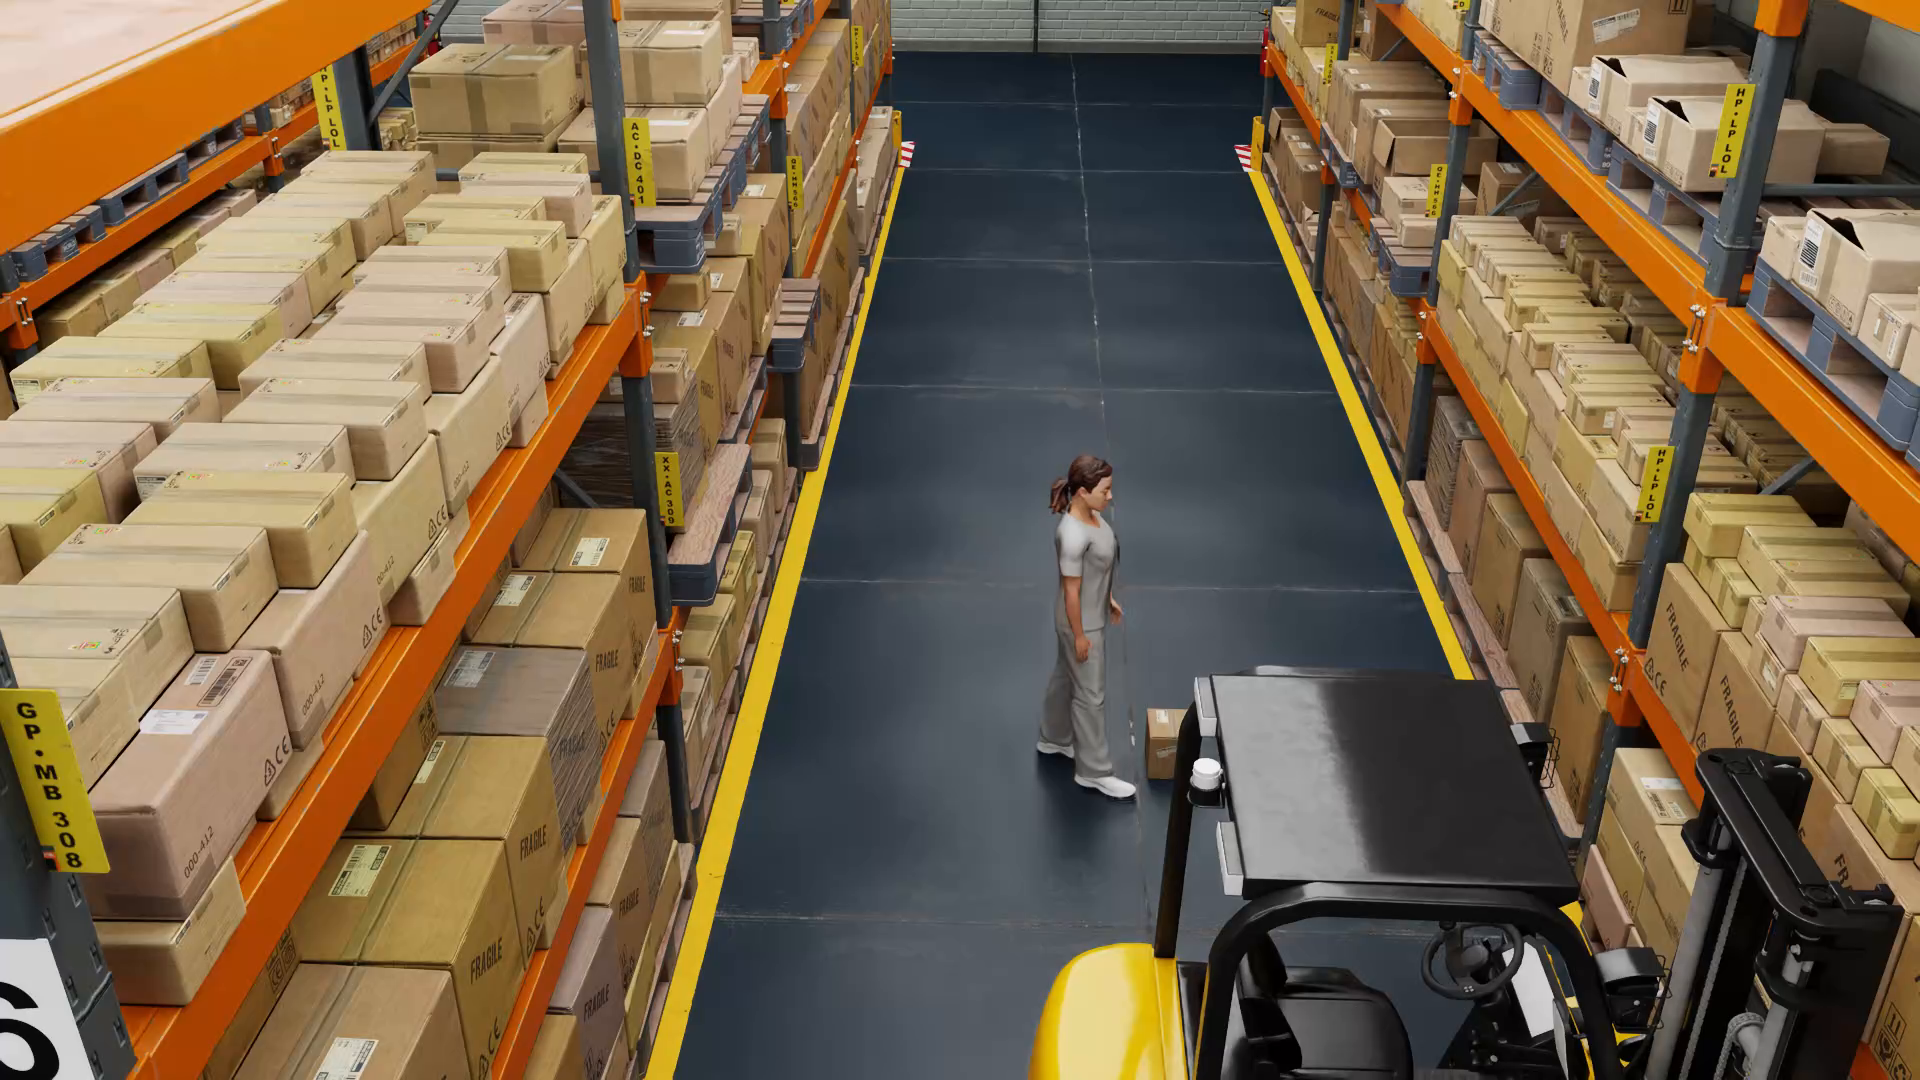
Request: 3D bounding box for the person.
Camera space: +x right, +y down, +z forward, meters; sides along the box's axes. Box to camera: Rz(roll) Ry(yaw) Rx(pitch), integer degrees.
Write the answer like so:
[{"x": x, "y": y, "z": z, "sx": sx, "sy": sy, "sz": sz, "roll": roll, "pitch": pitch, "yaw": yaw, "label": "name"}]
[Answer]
[{"x": 0.631, "y": 0.384, "z": 7.890, "sx": 0.532, "sy": 1.685, "sz": 0.476, "roll": 5, "pitch": 29, "yaw": 10, "label": "person"}]
